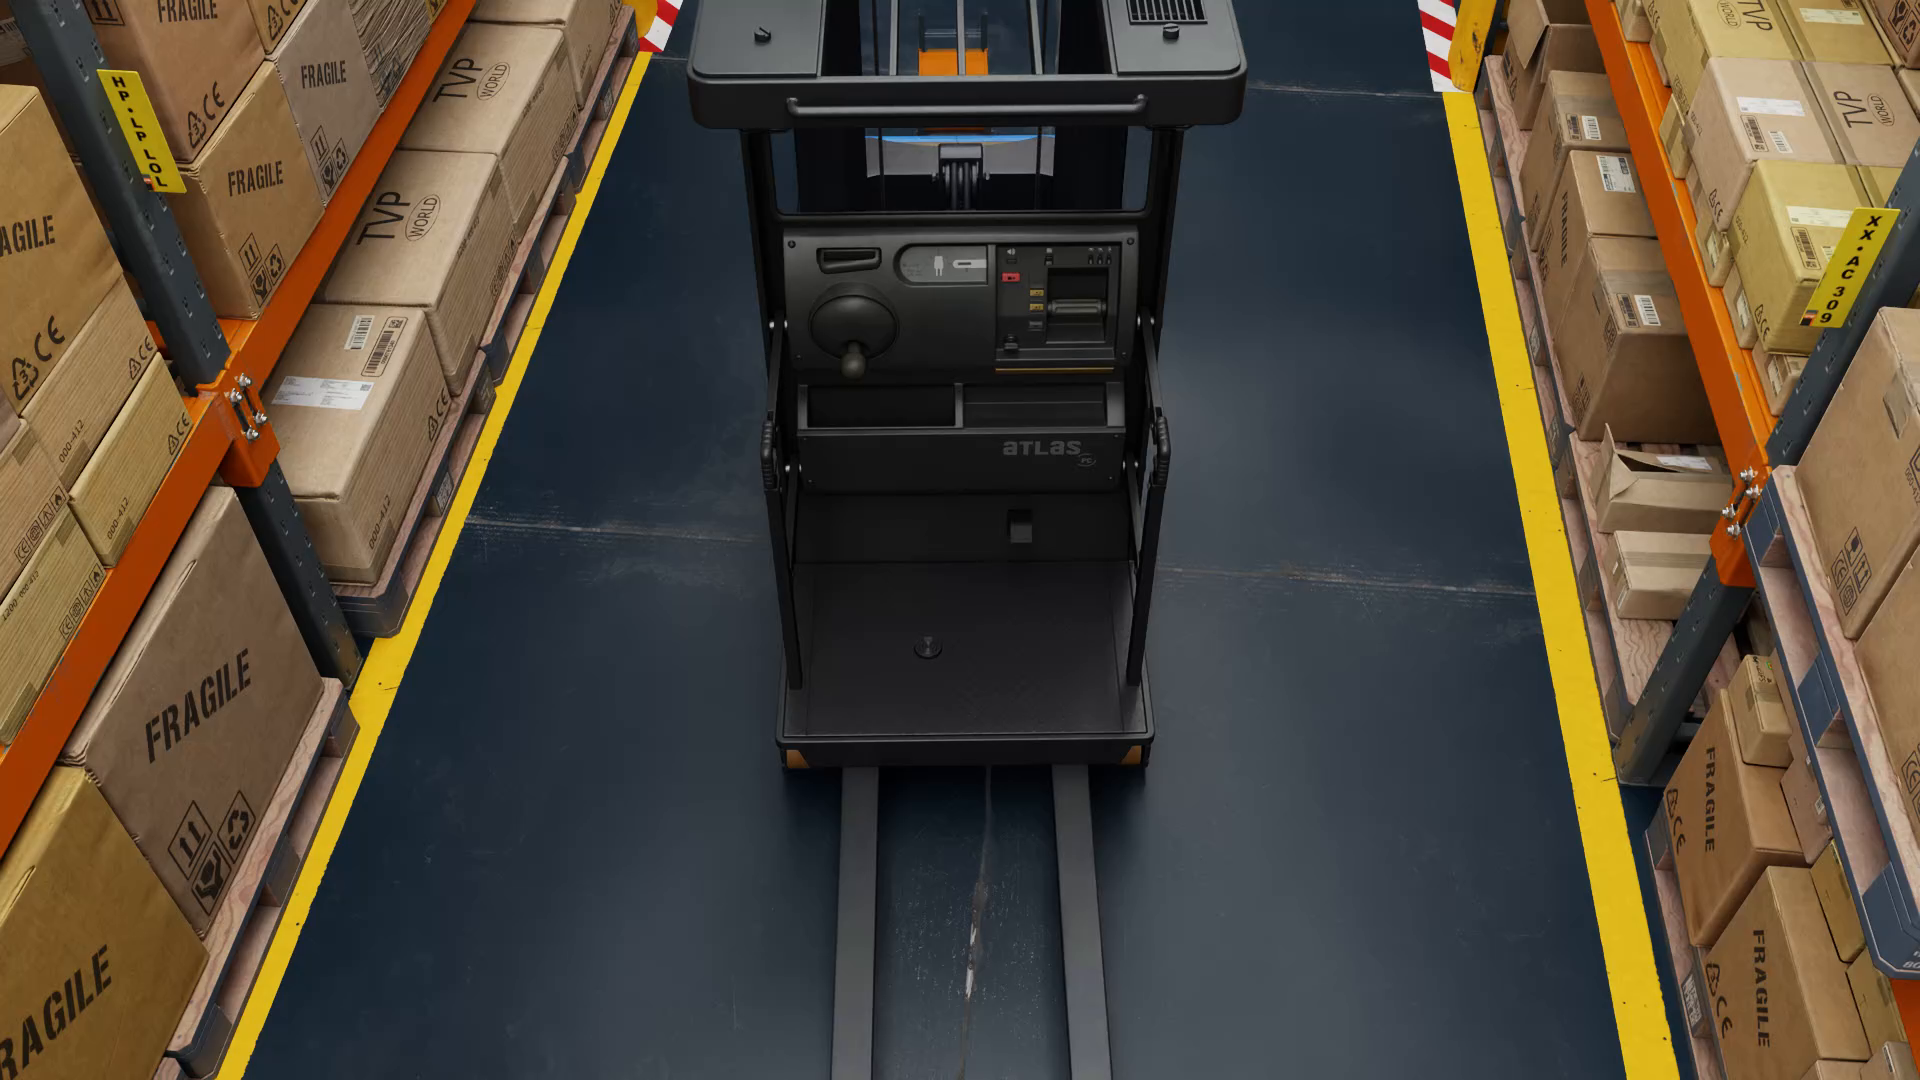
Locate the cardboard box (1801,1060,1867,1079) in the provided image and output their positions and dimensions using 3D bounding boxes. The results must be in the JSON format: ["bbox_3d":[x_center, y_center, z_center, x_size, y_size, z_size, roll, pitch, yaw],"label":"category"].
[{"bbox_3d":[2.152,1.525,3.732,0.500,0.500,0.500,3,48,2],"label":"cardboard box"}]

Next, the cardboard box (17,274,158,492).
[{"bbox_3d":[-2.233,-0.385,3.832,0.500,0.250,0.500,4,48,3],"label":"cardboard box"}]

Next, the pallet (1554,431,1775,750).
[{"bbox_3d":[2.572,0.161,5.460,1.003,0.211,1.213,4,48,4],"label":"pallet"}]

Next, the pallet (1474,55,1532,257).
[{"bbox_3d":[2.795,-1.632,7.100,1.003,0.211,1.213,4,48,4],"label":"pallet"}]

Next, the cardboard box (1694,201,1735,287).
[{"bbox_3d":[2.288,-0.828,4.644,0.380,0.149,0.250,5,48,5],"label":"cardboard box"}]

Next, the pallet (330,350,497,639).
[{"bbox_3d":[-2.287,-0.219,5.807,1.003,0.211,1.213,4,48,4],"label":"pallet"}]

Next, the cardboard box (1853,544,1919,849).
[{"bbox_3d":[2.195,0.270,3.118,0.700,0.500,0.500,4,48,4],"label":"cardboard box"}]

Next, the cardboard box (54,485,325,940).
[{"bbox_3d":[-2.411,0.430,4.480,0.875,0.875,0.875,5,48,5],"label":"cardboard box"}]

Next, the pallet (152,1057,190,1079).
[{"bbox_3d":[-2.538,1.805,3.956,1.003,0.211,1.213,4,48,4],"label":"pallet"}]

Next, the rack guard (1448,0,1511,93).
[{"bbox_3d":[2.867,-2.316,7.529,1.175,0.500,0.348,4,48,4],"label":"rack guard"}]

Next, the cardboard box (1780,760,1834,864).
[{"bbox_3d":[2.263,0.662,4.082,0.380,0.149,0.250,3,48,2],"label":"cardboard box"}]

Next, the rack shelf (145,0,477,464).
[{"bbox_3d":[-2.252,-1.834,5.882,1.077,0.370,4.000,4,48,4],"label":"rack shelf"}]

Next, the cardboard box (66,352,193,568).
[{"bbox_3d":[-2.224,-0.210,4.010,0.500,0.250,0.500,3,48,3],"label":"cardboard box"}]

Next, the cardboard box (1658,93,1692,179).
[{"bbox_3d":[2.334,-1.208,4.992,0.380,0.149,0.250,3,48,3],"label":"cardboard box"}]

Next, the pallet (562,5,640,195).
[{"bbox_3d":[-2.065,-2.012,7.447,1.003,0.211,1.213,4,48,4],"label":"pallet"}]

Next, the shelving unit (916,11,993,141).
[{"bbox_3d":[-0.022,-1.258,6.087,0.258,1.200,0.503,-1,48,-1],"label":"shelving unit"}]

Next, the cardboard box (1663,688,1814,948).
[{"bbox_3d":[2.241,0.767,4.425,0.500,0.500,0.500,6,48,5],"label":"cardboard box"}]

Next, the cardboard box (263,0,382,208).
[{"bbox_3d":[-2.081,-1.337,4.872,0.500,0.500,0.500,4,48,4],"label":"cardboard box"}]

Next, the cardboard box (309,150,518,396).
[{"bbox_3d":[-2.189,-0.996,6.080,0.875,0.438,0.875,3,48,2],"label":"cardboard box"}]

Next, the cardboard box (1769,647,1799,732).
[{"bbox_3d":[2.272,0.357,4.159,0.380,0.149,0.250,3,48,3],"label":"cardboard box"}]

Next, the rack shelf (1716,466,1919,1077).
[{"bbox_3d":[2.327,1.437,2.891,1.077,0.370,4.000,4,48,4],"label":"rack shelf"}]

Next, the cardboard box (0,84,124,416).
[{"bbox_3d":[-2.225,-0.633,3.551,0.500,0.500,0.500,5,48,5],"label":"cardboard box"}]

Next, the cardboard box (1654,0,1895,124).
[{"bbox_3d":[2.402,-1.451,4.944,0.500,0.250,0.500,4,48,3],"label":"cardboard box"}]

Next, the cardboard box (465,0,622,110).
[{"bbox_3d":[-2.030,-2.331,7.301,0.875,0.438,0.875,2,48,2],"label":"cardboard box"}]

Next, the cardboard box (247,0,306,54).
[{"bbox_3d":[-2.098,-1.682,4.511,0.500,0.500,0.500,3,48,3],"label":"cardboard box"}]

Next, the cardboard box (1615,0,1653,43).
[{"bbox_3d":[2.400,-1.769,5.505,0.380,0.149,0.250,5,48,4],"label":"cardboard box"}]

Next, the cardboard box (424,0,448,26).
[{"bbox_3d":[-1.982,-2.081,5.553,0.500,0.500,0.500,5,48,5],"label":"cardboard box"}]

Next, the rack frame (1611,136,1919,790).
[{"bbox_3d":[2.509,-0.276,3.969,1.000,3.000,0.127,4,48,4],"label":"rack frame"}]

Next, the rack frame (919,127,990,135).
[{"bbox_3d":[-0.018,-1.077,5.922,0.240,1.200,0.015,-1,48,-1],"label":"rack frame"}]

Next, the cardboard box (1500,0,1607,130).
[{"bbox_3d":[2.723,-2.071,7.019,0.797,0.503,0.637,2,48,2],"label":"cardboard box"}]

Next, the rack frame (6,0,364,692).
[{"bbox_3d":[-2.434,-0.607,4.272,1.000,3.000,0.127,4,48,4],"label":"rack frame"}]

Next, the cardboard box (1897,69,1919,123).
[{"bbox_3d":[2.862,-1.040,4.569,0.500,0.250,0.500,3,48,3],"label":"cardboard box"}]

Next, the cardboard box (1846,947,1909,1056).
[{"bbox_3d":[2.240,1.053,3.724,0.380,0.149,0.250,3,48,3],"label":"cardboard box"}]

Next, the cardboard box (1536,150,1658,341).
[{"bbox_3d":[2.459,-1.063,6.099,0.500,0.500,0.500,5,48,4],"label":"cardboard box"}]

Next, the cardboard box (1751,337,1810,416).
[{"bbox_3d":[2.286,-0.442,4.292,0.380,0.149,0.250,4,48,4],"label":"cardboard box"}]

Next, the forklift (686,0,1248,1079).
[{"bbox_3d":[0.009,-0.528,4.247,1.130,2.935,3.031,-1,48,-1],"label":"forklift"}]

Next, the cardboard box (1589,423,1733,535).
[{"bbox_3d":[2.300,-0.186,5.456,0.396,0.266,0.258,5,48,5],"label":"cardboard box"}]

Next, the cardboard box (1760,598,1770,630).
[{"bbox_3d":[2.804,0.020,5.236,0.500,0.311,0.500,5,48,5],"label":"cardboard box"}]

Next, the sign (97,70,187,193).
[{"bbox_3d":[-1.893,-0.941,3.847,0.100,0.325,0.005,4,48,4],"label":"sign"}]

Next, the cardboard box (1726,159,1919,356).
[{"bbox_3d":[2.312,-0.716,4.272,0.500,0.250,0.500,5,48,5],"label":"cardboard box"}]
